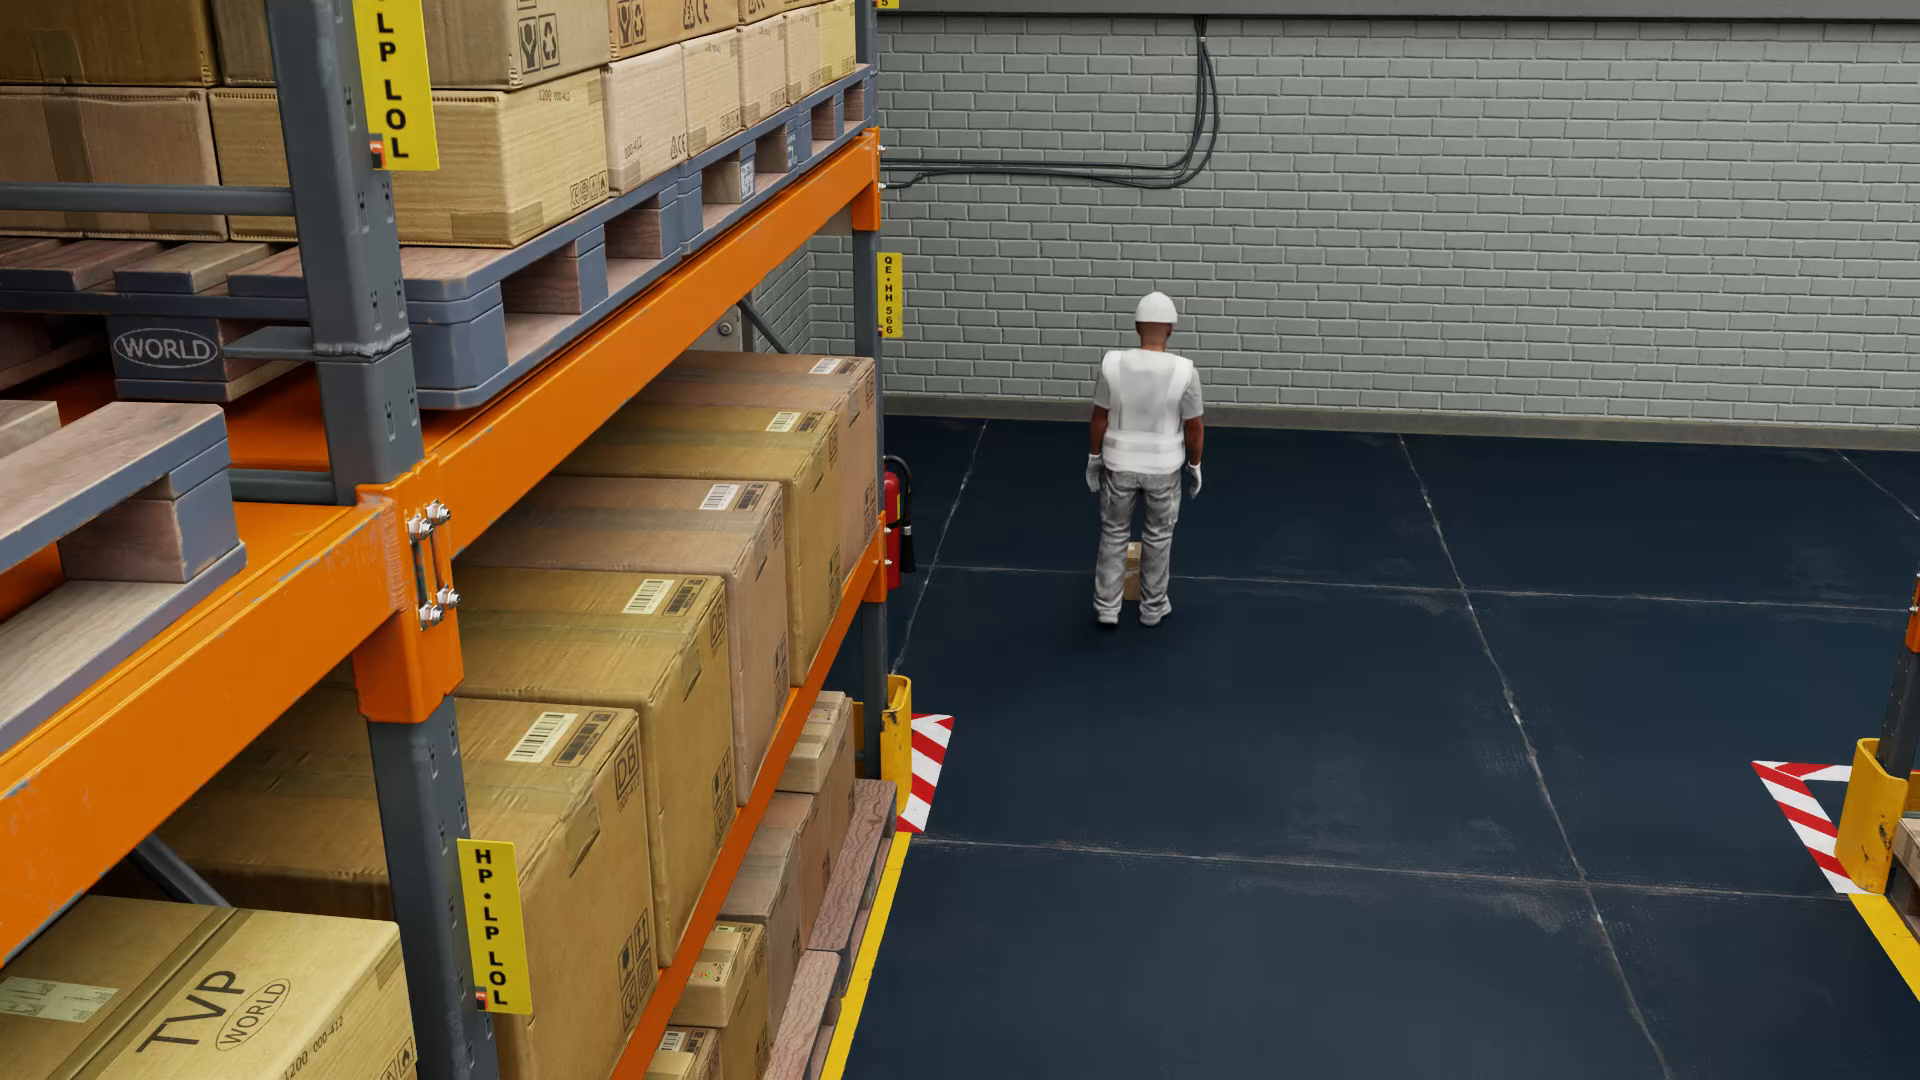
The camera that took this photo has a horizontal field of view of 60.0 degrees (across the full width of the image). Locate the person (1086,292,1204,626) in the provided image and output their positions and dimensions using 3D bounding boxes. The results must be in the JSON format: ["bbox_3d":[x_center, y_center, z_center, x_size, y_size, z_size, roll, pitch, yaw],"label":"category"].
[{"bbox_3d":[0.954,-0.378,8.556,0.590,1.836,0.485,5,21,12],"label":"person"}]
